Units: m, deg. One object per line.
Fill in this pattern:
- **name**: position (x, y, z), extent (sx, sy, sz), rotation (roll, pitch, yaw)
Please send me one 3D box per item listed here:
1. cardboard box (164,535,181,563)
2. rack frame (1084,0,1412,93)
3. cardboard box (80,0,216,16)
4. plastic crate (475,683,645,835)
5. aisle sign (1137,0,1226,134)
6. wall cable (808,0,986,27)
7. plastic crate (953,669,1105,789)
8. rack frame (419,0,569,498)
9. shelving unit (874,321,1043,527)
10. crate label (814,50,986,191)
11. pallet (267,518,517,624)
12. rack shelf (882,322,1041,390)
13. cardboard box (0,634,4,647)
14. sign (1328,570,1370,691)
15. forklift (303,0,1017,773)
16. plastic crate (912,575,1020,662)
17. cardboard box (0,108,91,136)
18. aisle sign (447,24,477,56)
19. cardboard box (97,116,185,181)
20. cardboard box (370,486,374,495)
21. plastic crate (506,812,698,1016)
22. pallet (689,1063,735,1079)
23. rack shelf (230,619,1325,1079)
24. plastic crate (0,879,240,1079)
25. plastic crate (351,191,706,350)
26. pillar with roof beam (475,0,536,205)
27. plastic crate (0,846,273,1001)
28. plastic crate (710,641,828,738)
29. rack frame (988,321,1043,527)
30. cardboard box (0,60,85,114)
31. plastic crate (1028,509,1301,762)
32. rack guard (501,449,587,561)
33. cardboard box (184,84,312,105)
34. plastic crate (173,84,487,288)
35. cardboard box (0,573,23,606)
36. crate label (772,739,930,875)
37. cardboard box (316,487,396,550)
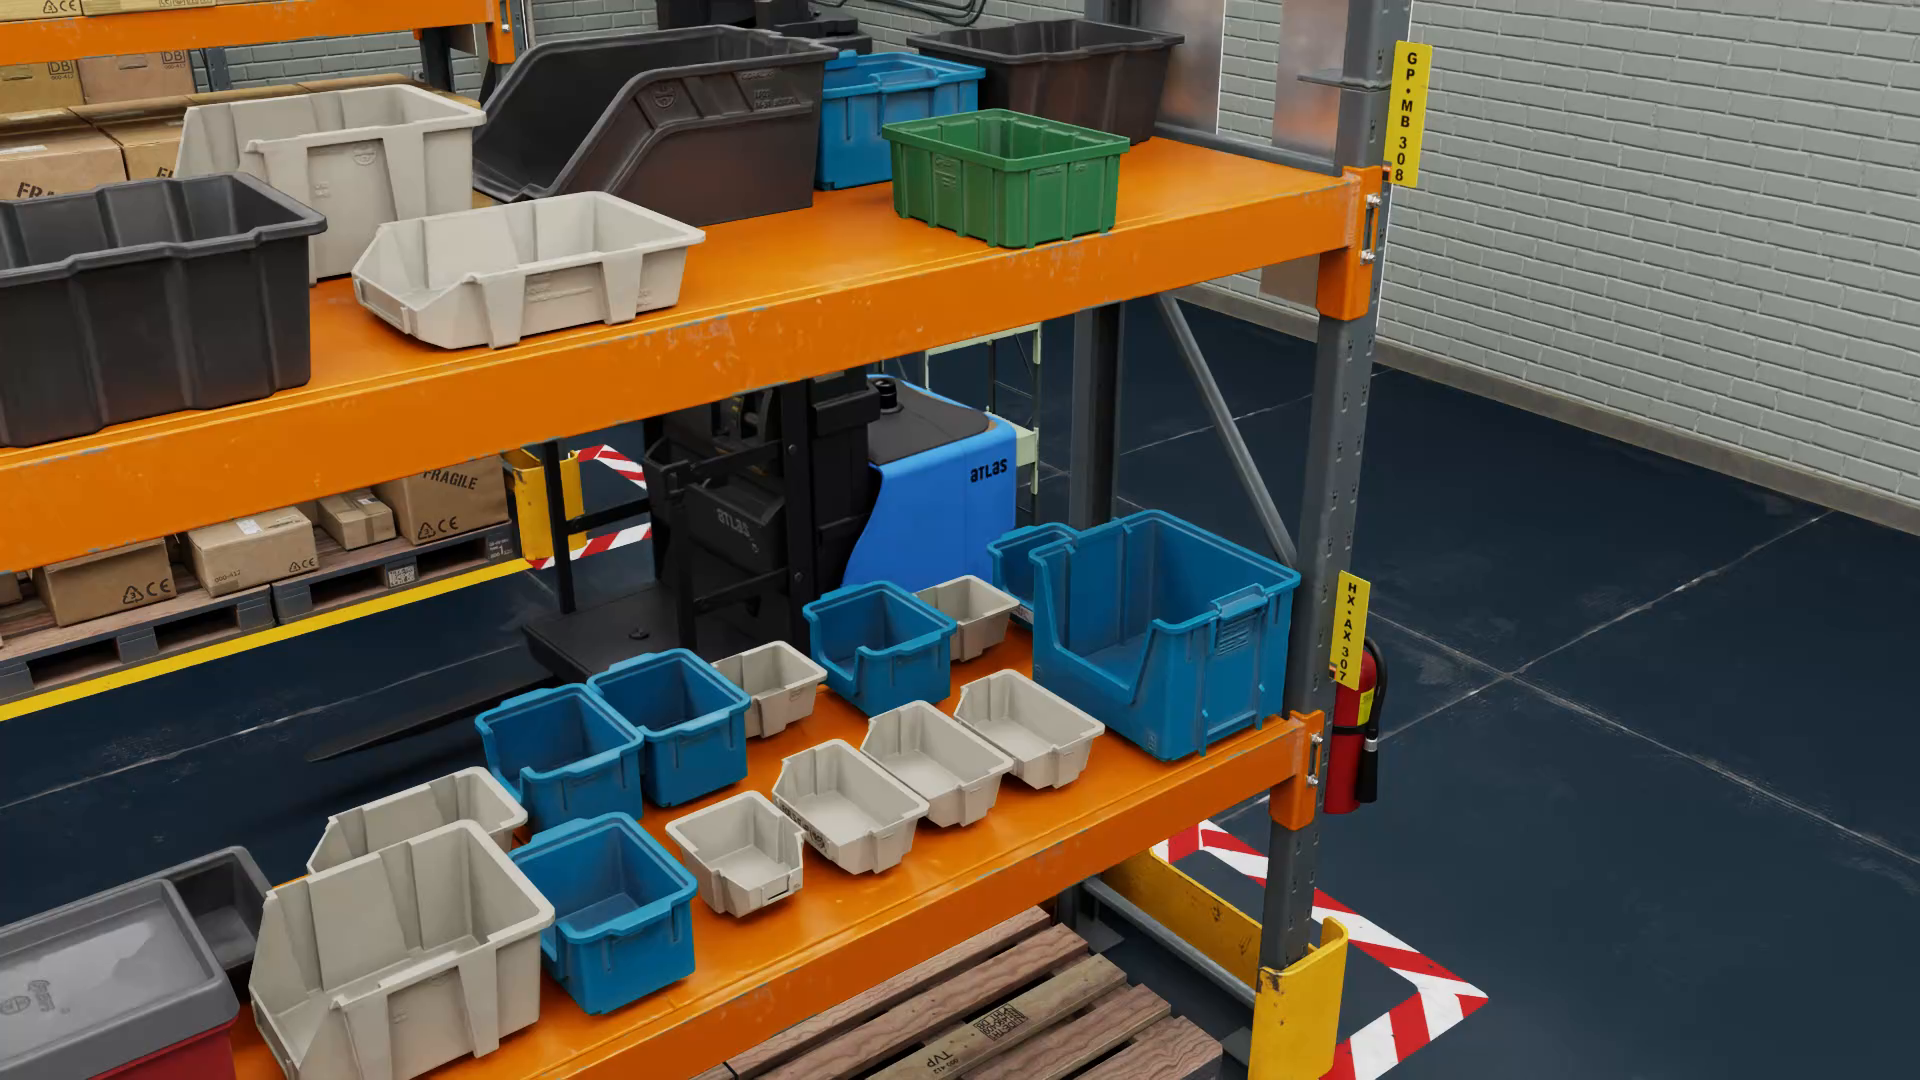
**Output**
- **cardboard box**: position (-3.751, -0.147, 8.247), extent (0.500, 0.250, 0.500), rotation (-18, 31, -34)
- **rack frame**: position (0.692, -2.581, 3.622), extent (0.127, 3.000, 1.000), rotation (-18, 31, -34)
- **cardboard box**: position (-3.388, -2.313, 6.786), extent (0.500, 0.250, 0.500), rotation (-18, 31, -34)
- **plastic crate**: position (-0.977, 0.564, 4.099), extent (0.300, 0.233, 0.416), rotation (-18, 31, -34)
- **aisle sign**: position (0.566, -1.156, 4.590), extent (0.004, 0.787, 0.394), rotation (-18, 31, -34)
- **wall cable**: position (-0.750, -5.805, 14.258), extent (0.112, 2.526, 3.097), rotation (-18, 31, -34)
- **plastic crate**: position (0.162, 0.504, 4.342), extent (0.243, 0.136, 0.396), rotation (-18, 31, -34)
- **rack frame**: position (-2.361, -1.502, 8.422), extent (0.127, 3.000, 1.000), rotation (-18, 31, -34)
- **shelving unit**: position (-0.005, -0.679, 8.431), extent (0.755, 1.500, 0.431), rotation (-18, 31, -34)
- **crate label**: position (-0.233, -1.020, 3.999), extent (0.502, 0.251, 0.408), rotation (-18, 31, -34)
- **pallet**: position (-3.048, -0.009, 8.520), extent (1.213, 0.211, 1.003), rotation (-18, 31, -34)
- **rack shelf**: position (-0.005, -1.033, 8.266), extent (0.720, 0.370, 0.431), rotation (-18, 31, -34)
- **cardboard box**: position (-4.371, 0.358, 7.259), extent (0.250, 0.166, 0.380), rotation (-18, 31, -34)
- **sign**: position (1.045, 0.244, 4.467), extent (0.005, 0.325, 0.100), rotation (-18, 31, -34)
- **forklift**: position (-1.177, -0.605, 6.573), extent (3.031, 2.935, 1.130), rotation (-20, 32, -37)
- **plastic crate**: position (-0.009, 0.244, 4.904), extent (0.298, 0.136, 0.250), rotation (-18, 31, -34)
- **cardboard box**: position (-4.076, -1.574, 7.271), extent (0.500, 0.500, 0.500), rotation (-19, 31, -34)
- **aisle sign**: position (-2.489, -2.796, 8.123), extent (0.004, 0.787, 0.394), rotation (-18, 31, -34)
- **cardboard box**: position (-3.344, -1.526, 7.169), extent (0.500, 0.500, 0.500), rotation (-17, 30, -33)
- **cardboard box**: position (-3.100, -0.356, 8.797), extent (0.250, 0.166, 0.380), rotation (-18, 31, -34)
- **plastic crate**: position (-0.766, 0.807, 3.575), extent (0.300, 0.233, 0.416), rotation (-18, 31, -34)
- **pallet**: position (-0.940, 1.922, 4.359), extent (1.213, 0.211, 1.003), rotation (-18, 31, -34)
- **rack shelf**: position (-0.882, 0.986, 3.917), extent (4.000, 0.370, 1.077), rotation (-18, 31, -34)
- **plastic crate**: position (-1.598, 0.974, 2.940), extent (0.583, 0.464, 0.402), rotation (-18, 31, -34)
- **plastic crate**: position (-0.781, -0.482, 2.975), extent (0.530, 0.136, 0.437), rotation (-18, 31, -34)
- **pillar with roof beam**: position (-1.174, -5.425, 9.749), extent (0.400, 9.000, 9.100), rotation (-18, 31, -34)
- **plastic crate**: position (-1.740, 0.897, 3.509), extent (0.590, 0.125, 0.437), rotation (-18, 31, -34)
- **plastic crate**: position (-0.542, 0.420, 4.524), extent (0.298, 0.136, 0.250), rotation (-18, 31, -34)
- **rack frame**: position (0.283, -0.774, 8.635), extent (0.023, 1.500, 0.400), rotation (-18, 31, -34)
- **cardboard box**: position (-6.382, -2.949, 11.185), extent (0.700, 0.700, 0.980), rotation (-19, 31, -34)
- **plastic crate**: position (0.544, 0.246, 4.544), extent (0.499, 0.435, 0.616), rotation (-18, 31, -34)
- **rack guard**: position (-2.421, -0.348, 8.906), extent (0.348, 0.500, 1.175), rotation (-18, 31, -34)
- **cardboard box**: position (-3.280, -1.834, 7.833), extent (0.500, 0.500, 0.500), rotation (-18, 30, -34)
- **plastic crate**: position (-1.242, -0.693, 3.258), extent (0.530, 0.282, 0.437), rotation (-18, 31, -34)
- **cardboard box**: position (-4.645, 0.121, 7.598), extent (0.500, 0.311, 0.500), rotation (-18, 31, -34)
- **crate label**: position (-0.279, 0.655, 4.017), extent (0.243, 0.136, 0.396), rotation (-18, 31, -34)
- **cardboard box**: position (-3.011, -0.118, 8.284), extent (0.250, 0.166, 0.380), rotation (-18, 31, -34)
